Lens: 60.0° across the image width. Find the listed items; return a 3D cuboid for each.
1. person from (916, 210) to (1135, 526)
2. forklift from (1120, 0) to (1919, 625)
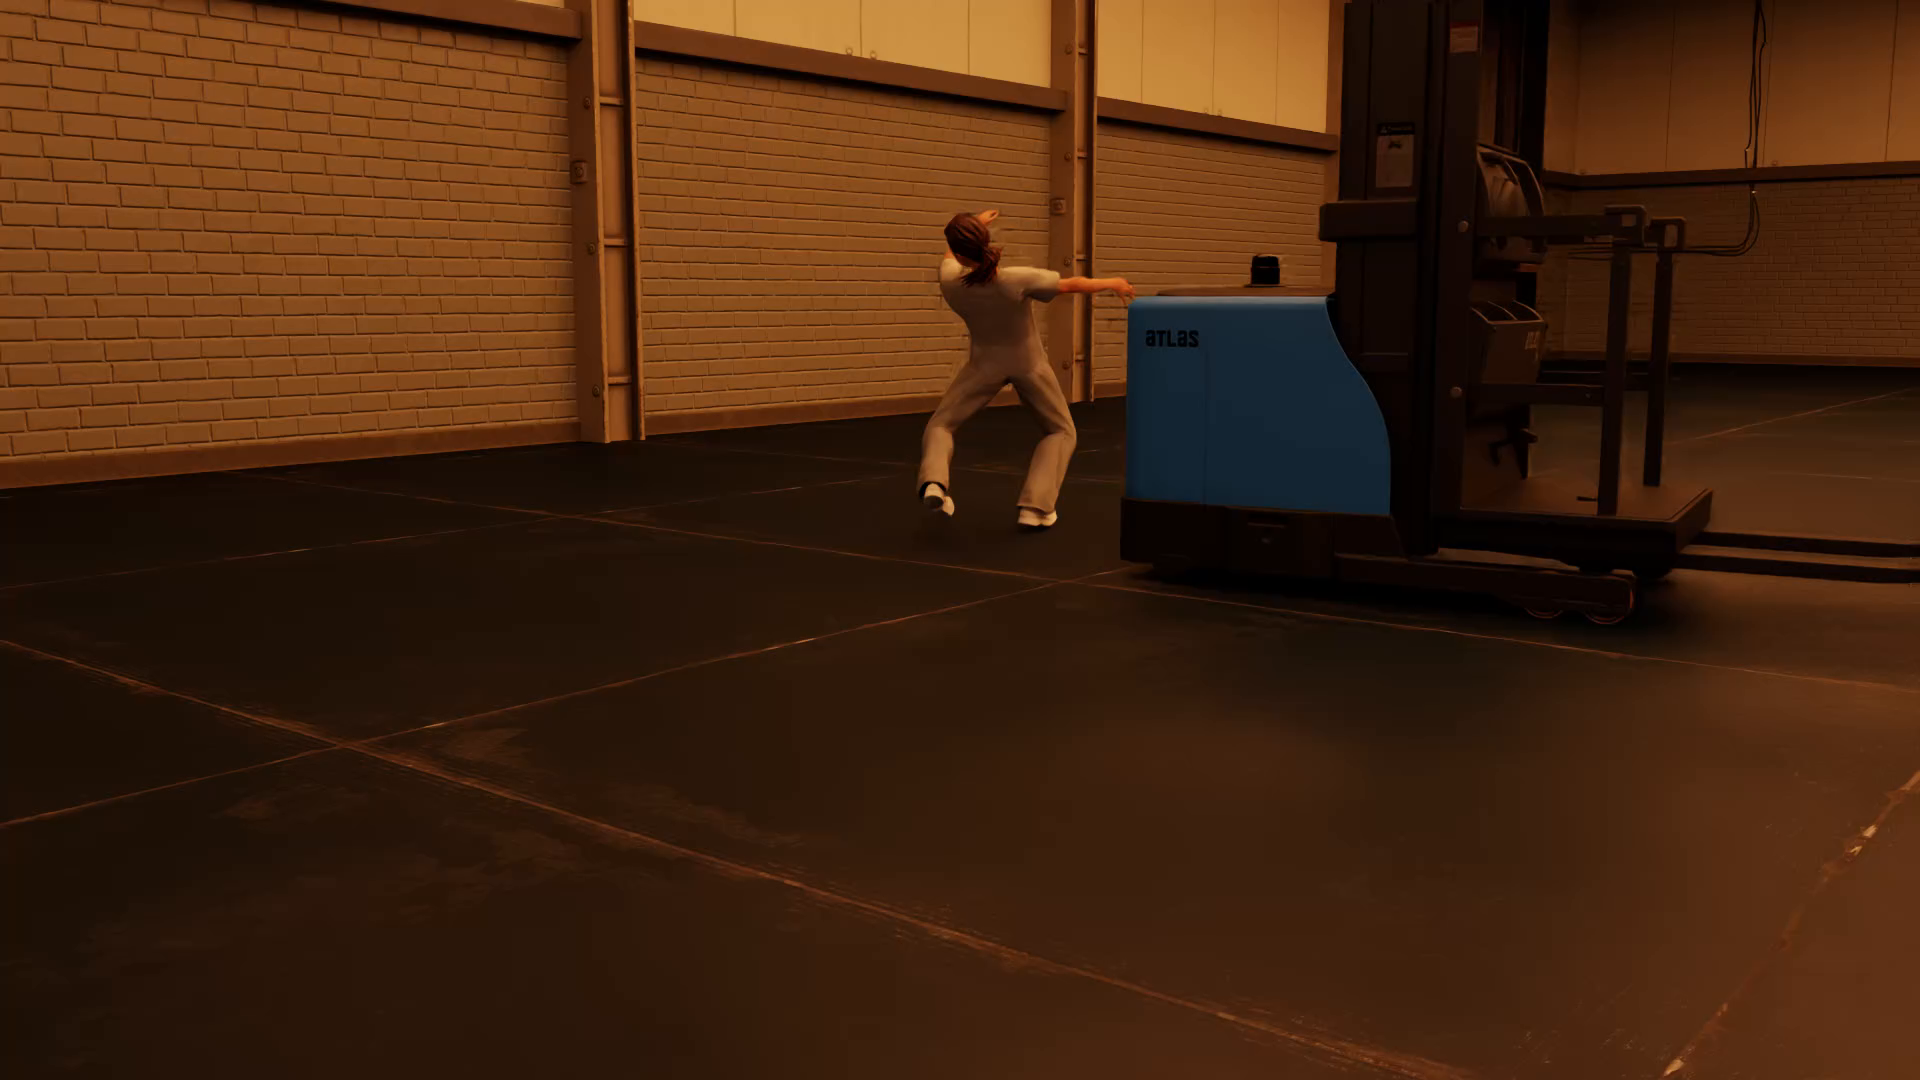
[{"bbox_3d":[0.309,-0.788,7.648,1.004,1.467,0.693,0,8,1],"label":"person"},{"bbox_3d":[2.152,-1.257,5.874,3.031,2.935,1.130,5,10,30],"label":"forklift"}]
